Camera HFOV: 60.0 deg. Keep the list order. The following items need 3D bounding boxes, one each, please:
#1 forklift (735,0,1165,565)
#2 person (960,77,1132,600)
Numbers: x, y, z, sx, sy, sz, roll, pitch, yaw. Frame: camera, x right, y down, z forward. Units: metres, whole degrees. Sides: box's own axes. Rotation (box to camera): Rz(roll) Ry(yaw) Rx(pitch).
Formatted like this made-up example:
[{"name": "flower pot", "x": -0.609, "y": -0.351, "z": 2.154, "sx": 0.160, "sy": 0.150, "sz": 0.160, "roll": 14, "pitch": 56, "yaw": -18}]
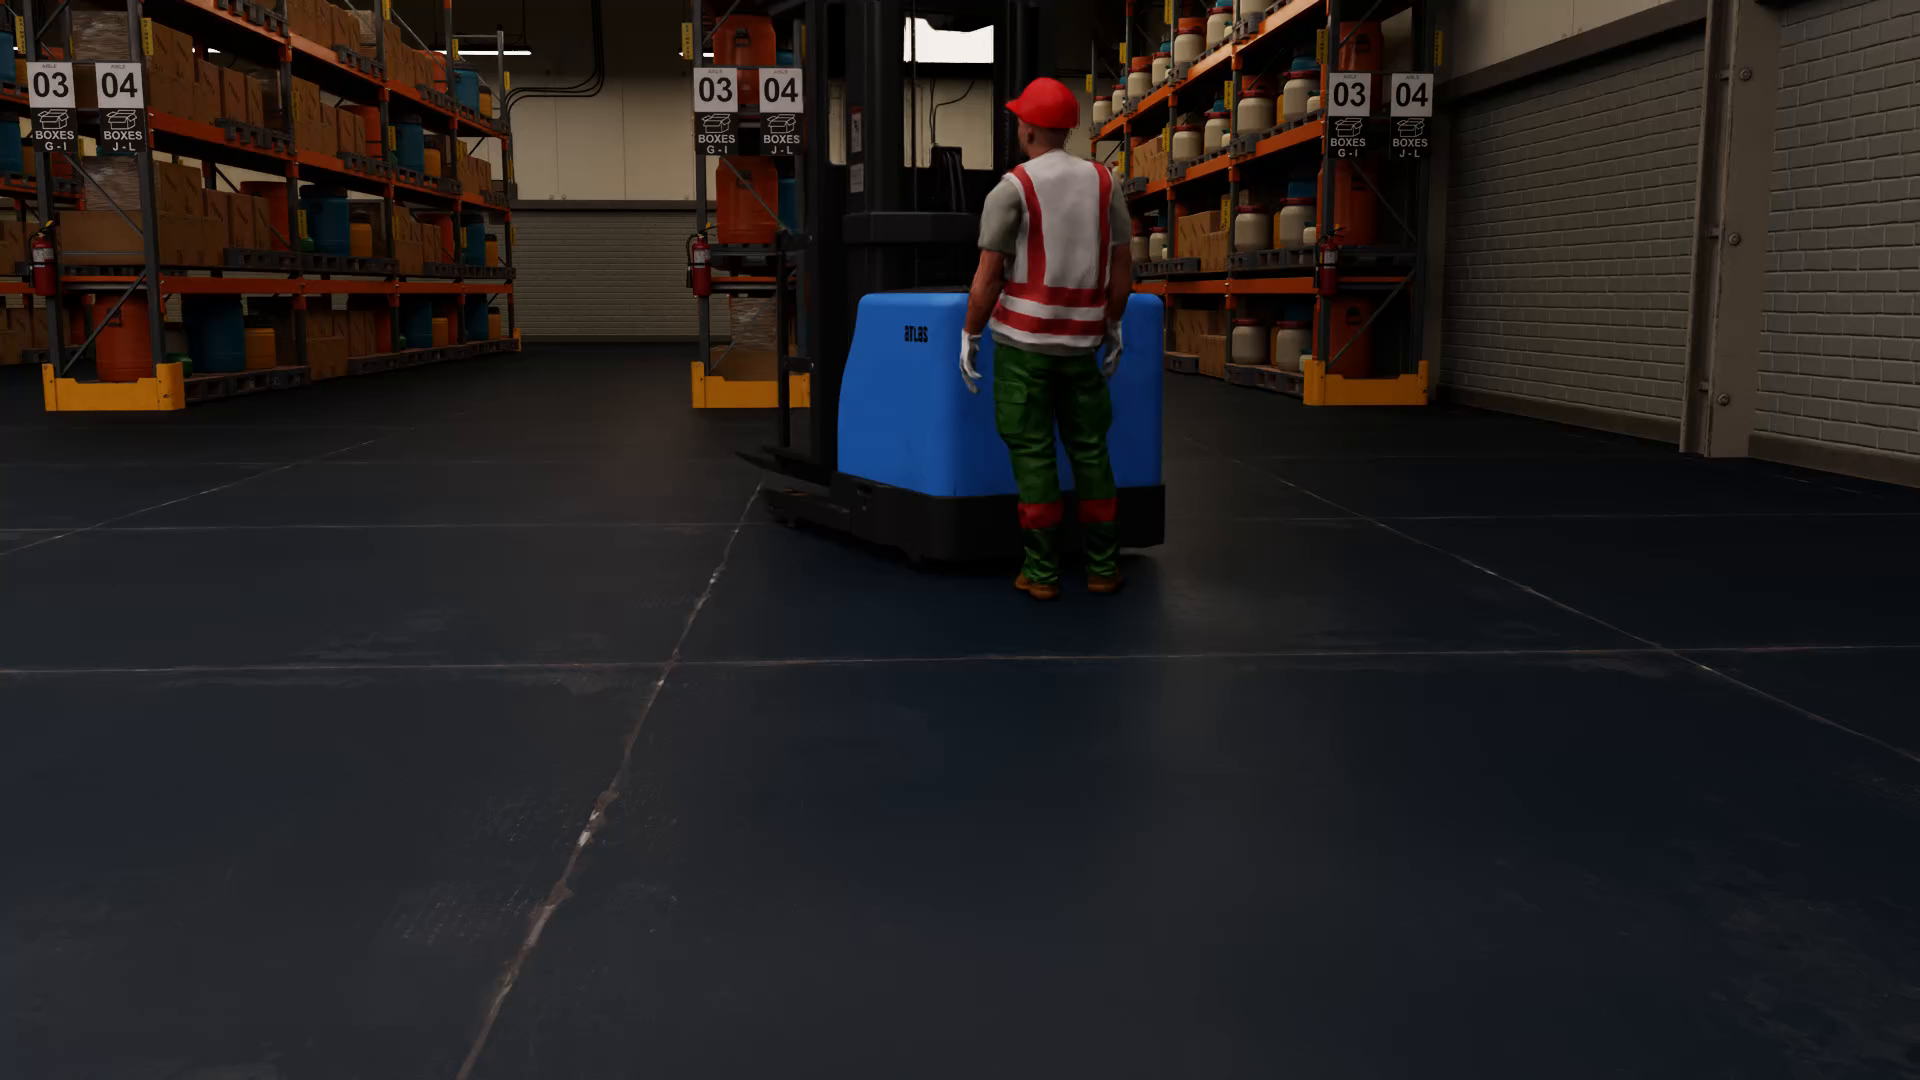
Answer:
[{"name": "forklift", "x": -0.264, "y": -1.530, "z": 7.637, "sx": 1.130, "sy": 2.935, "sz": 3.031, "roll": -4, "pitch": 9, "yaw": -25}, {"name": "person", "x": 0.331, "y": -0.685, "z": 5.811, "sx": 0.713, "sy": 1.788, "sz": 0.440, "roll": -4, "pitch": 9, "yaw": -25}]
